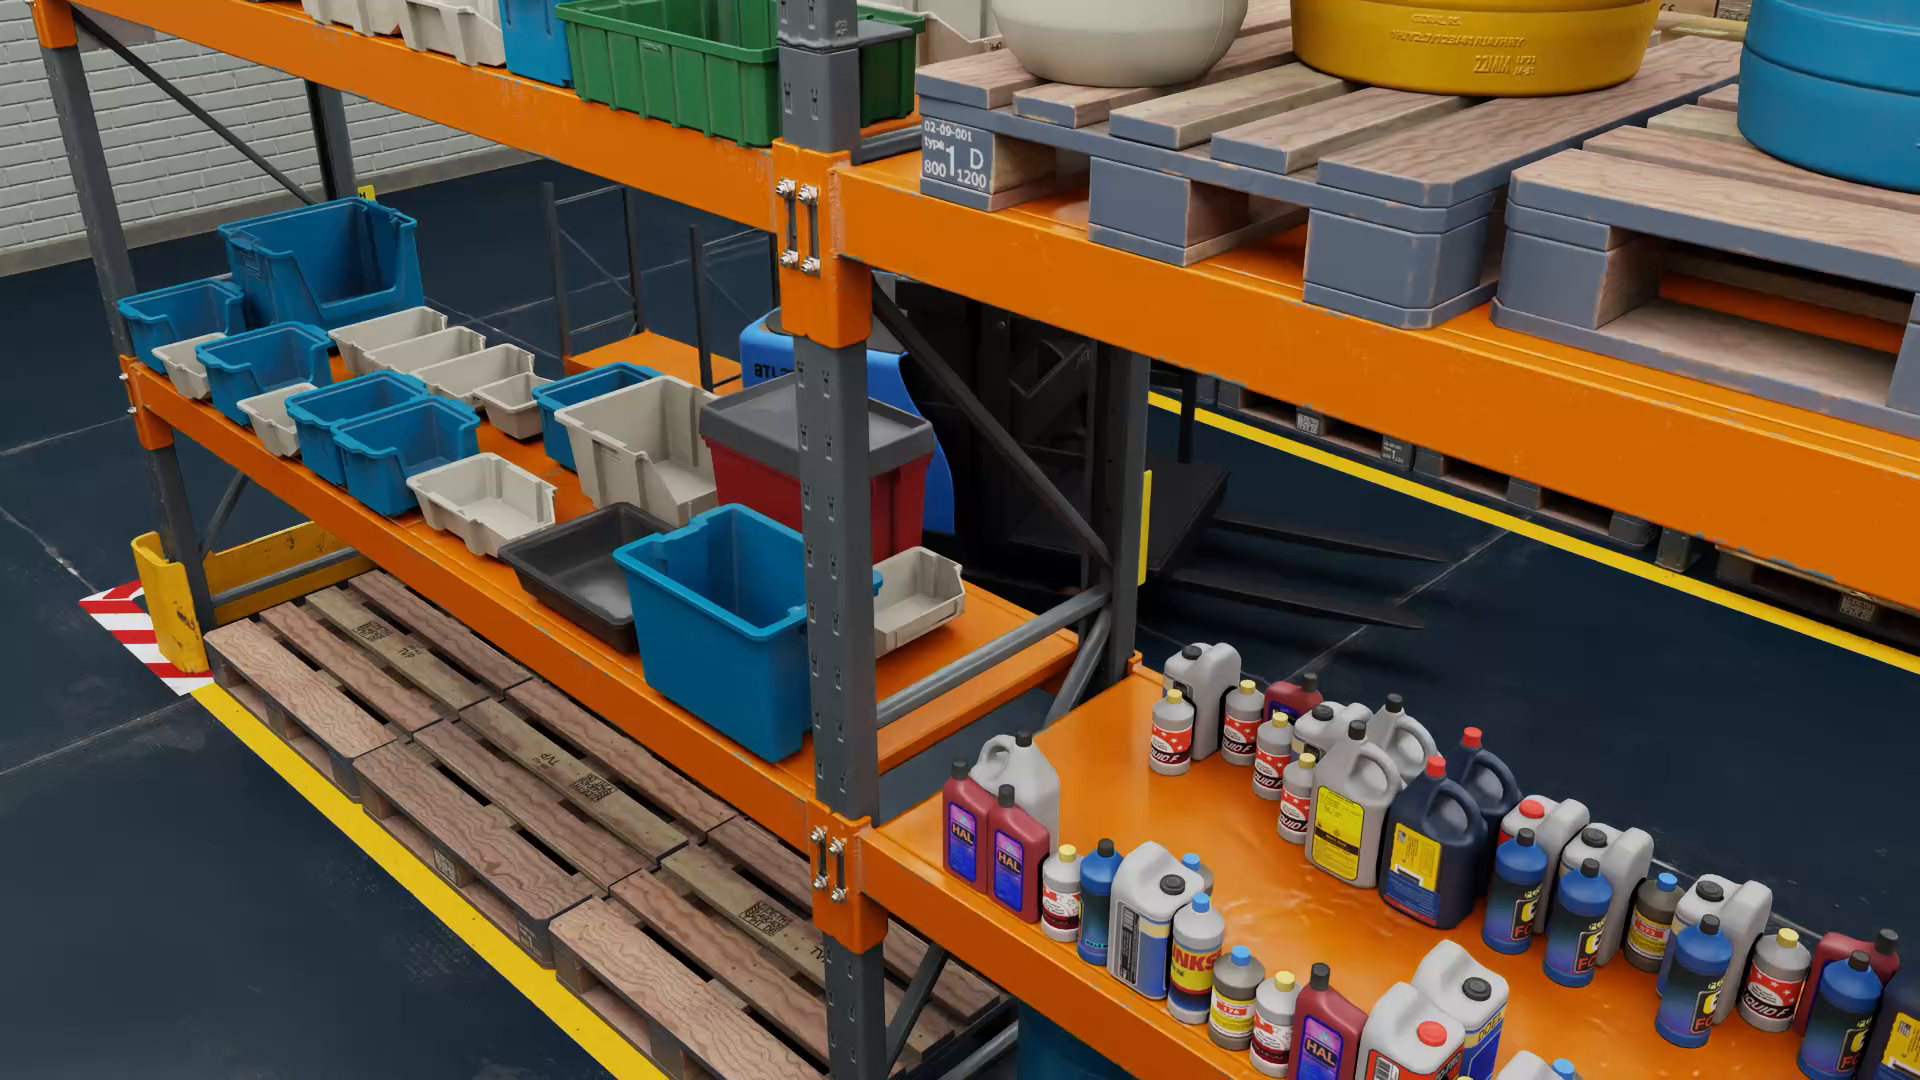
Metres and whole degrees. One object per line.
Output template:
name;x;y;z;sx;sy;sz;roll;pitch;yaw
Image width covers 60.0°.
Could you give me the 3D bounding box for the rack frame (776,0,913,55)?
rack frame;0.063;-2.368;2.585;0.127;3.000;1.000;25;36;38

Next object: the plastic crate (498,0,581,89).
plastic crate;-0.810;-1.158;3.685;0.300;0.233;0.416;25;36;38

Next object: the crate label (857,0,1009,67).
crate label;-0.083;-1.179;3.830;0.466;0.136;0.293;25;36;38

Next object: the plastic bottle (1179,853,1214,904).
plastic bottle;0.461;0.724;3.363;0.097;0.201;0.097;0;28;0

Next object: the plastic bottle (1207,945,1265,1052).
plastic bottle;0.520;0.851;3.123;0.097;0.201;0.097;0;28;0

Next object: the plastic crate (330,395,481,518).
plastic crate;-1.691;-0.253;5.124;0.300;0.233;0.416;25;36;38

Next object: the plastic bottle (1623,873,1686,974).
plastic bottle;1.389;0.753;3.309;0.097;0.201;0.097;0;28;0

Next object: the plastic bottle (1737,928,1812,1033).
plastic bottle;1.554;0.828;3.165;0.097;0.201;0.097;0;28;0

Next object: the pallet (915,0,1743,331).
pallet;0.691;-0.734;2.902;1.003;0.211;1.213;25;36;38

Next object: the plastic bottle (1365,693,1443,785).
plastic bottle;0.948;0.500;3.629;0.185;0.351;0.144;25;36;38

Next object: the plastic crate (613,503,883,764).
plastic crate;-0.509;0.228;4.045;0.575;0.384;0.392;25;36;38

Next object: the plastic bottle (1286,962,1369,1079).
plastic bottle;0.659;0.890;2.960;0.133;0.283;0.061;25;36;38

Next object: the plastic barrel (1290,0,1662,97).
plastic barrel;0.856;-1.079;2.703;0.600;0.588;0.600;0;28;0

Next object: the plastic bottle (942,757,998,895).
plastic bottle;0.026;0.600;3.511;0.133;0.283;0.061;25;36;38

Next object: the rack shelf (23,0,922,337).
rack shelf;-1.363;-1.375;4.692;4.000;0.370;1.077;25;36;38

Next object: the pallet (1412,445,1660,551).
pallet;3.048;-0.397;8.277;1.213;0.211;1.003;25;36;38

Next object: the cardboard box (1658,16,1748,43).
cardboard box;3.374;-1.995;7.357;0.500;0.500;0.500;25;36;38

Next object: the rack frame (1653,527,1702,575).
rack frame;3.536;-1.357;7.107;0.127;3.000;1.000;25;36;38

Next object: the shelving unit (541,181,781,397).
shelving unit;-1.374;-0.910;7.869;1.083;1.500;0.587;22;35;35

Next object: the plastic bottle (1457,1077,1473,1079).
plastic bottle;0.850;1.001;2.836;0.097;0.201;0.097;0;28;0

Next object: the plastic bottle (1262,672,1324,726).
plastic bottle;0.768;0.420;3.853;0.133;0.283;0.061;25;36;38

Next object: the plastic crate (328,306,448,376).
plastic crate;-2.081;-0.722;6.119;0.243;0.136;0.396;25;36;38

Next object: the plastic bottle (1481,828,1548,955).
plastic bottle;1.117;0.697;3.341;0.097;0.271;0.097;0;28;0

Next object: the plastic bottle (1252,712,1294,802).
plastic bottle;0.725;0.489;3.811;0.097;0.201;0.097;0;28;0

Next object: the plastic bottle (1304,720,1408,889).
plastic bottle;0.847;0.548;3.538;0.185;0.351;0.144;25;36;38

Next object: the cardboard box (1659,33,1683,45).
cardboard box;3.021;-1.815;7.015;0.500;0.500;0.500;-24;36;-38

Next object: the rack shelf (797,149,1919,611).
rack shelf;1.489;-0.070;2.209;4.000;0.370;1.077;25;36;38

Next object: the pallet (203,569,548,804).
pallet;-2.228;0.498;6.576;1.213;0.211;1.003;25;36;38

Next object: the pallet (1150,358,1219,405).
pallet;1.309;-1.193;9.791;1.213;0.211;1.003;25;36;38

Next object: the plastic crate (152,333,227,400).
plastic crate;-2.673;-0.606;5.898;0.298;0.136;0.250;25;36;38

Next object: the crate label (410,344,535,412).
crate label;-1.668;-0.540;5.773;0.243;0.136;0.396;25;36;38

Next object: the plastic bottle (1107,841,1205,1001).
plastic bottle;0.387;0.739;3.255;0.135;0.276;0.152;25;36;38

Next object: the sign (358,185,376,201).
sign;-2.415;-1.278;6.783;0.005;0.325;0.100;25;36;38

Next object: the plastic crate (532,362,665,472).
plastic crate;-1.145;-0.386;5.376;0.300;0.233;0.416;25;36;38

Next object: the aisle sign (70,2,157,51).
aisle sign;-3.049;-2.094;5.715;0.004;0.787;0.394;25;36;38

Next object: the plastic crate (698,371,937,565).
plastic crate;-0.398;-0.142;4.665;0.583;0.464;0.402;25;36;38

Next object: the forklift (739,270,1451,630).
forklift;0.592;-1.176;6.837;3.031;2.935;1.130;12;30;21

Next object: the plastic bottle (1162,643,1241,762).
plastic bottle;0.571;0.363;3.969;0.135;0.276;0.152;25;36;38

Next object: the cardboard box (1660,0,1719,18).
cardboard box;5.099;-3.882;11.484;0.500;0.500;0.500;-25;36;-39

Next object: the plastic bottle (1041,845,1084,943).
plastic bottle;0.216;0.711;3.388;0.097;0.201;0.097;0;28;0

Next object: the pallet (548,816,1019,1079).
pallet;-0.488;1.294;5.062;1.213;0.211;1.003;25;36;38

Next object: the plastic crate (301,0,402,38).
plastic crate;-1.425;-1.468;4.223;0.530;0.282;0.437;25;36;38

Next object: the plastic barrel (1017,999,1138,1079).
plastic barrel;0.439;1.213;4.023;0.708;0.901;0.600;25;36;38

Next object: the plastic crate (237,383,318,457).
plastic crate;-2.189;-0.385;5.477;0.298;0.136;0.250;25;36;38

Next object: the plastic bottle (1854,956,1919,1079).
plastic bottle;1.734;0.860;2.945;0.185;0.351;0.144;25;36;38

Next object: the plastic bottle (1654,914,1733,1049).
plastic bottle;1.378;0.816;3.113;0.097;0.271;0.097;0;28;0

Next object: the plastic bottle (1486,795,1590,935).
plastic bottle;1.191;0.647;3.430;0.135;0.276;0.152;25;36;38

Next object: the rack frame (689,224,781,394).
rack frame;-0.979;-0.754;7.573;0.032;1.500;0.500;22;35;35

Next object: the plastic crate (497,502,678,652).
plastic crate;-0.923;0.106;4.556;0.590;0.125;0.437;25;36;38

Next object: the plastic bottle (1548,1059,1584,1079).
plastic bottle;1.026;0.983;2.871;0.097;0.201;0.097;0;28;0
